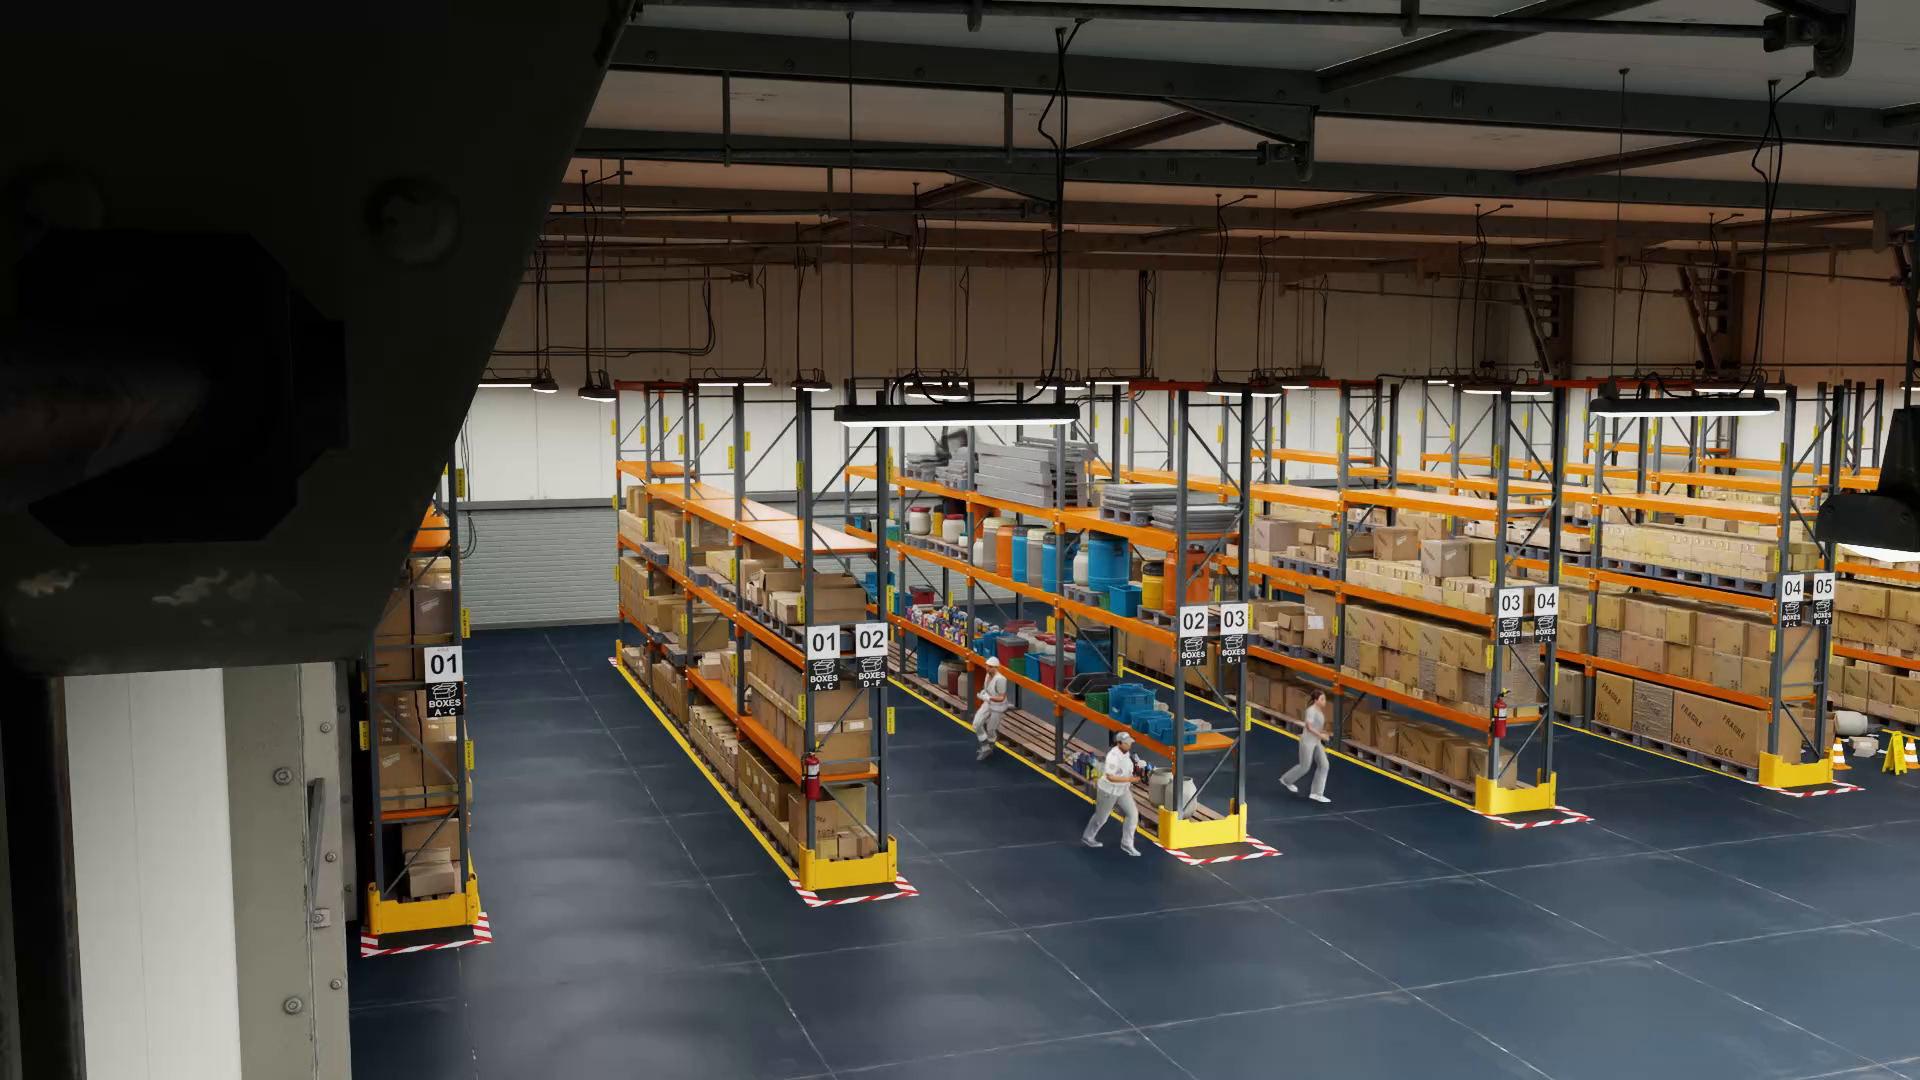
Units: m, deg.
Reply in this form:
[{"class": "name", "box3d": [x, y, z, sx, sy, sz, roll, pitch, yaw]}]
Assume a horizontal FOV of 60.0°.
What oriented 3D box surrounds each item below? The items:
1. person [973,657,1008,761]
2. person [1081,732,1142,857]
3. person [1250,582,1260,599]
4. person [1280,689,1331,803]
[{"class": "person", "box3d": [0.482, 2.632, 26.524, 0.819, 1.613, 0.724, 5, 8, 40]}, {"class": "person", "box3d": [1.971, 3.267, 21.450, 0.911, 1.663, 0.607, 5, 8, 41]}, {"class": "person", "box3d": [7.411, 1.013, 42.283, 0.590, 1.730, 0.826, 4, 7, 34]}, {"class": "person", "box3d": [5.013, 3.078, 24.173, 0.834, 1.404, 0.538, 4, 7, 36]}]
